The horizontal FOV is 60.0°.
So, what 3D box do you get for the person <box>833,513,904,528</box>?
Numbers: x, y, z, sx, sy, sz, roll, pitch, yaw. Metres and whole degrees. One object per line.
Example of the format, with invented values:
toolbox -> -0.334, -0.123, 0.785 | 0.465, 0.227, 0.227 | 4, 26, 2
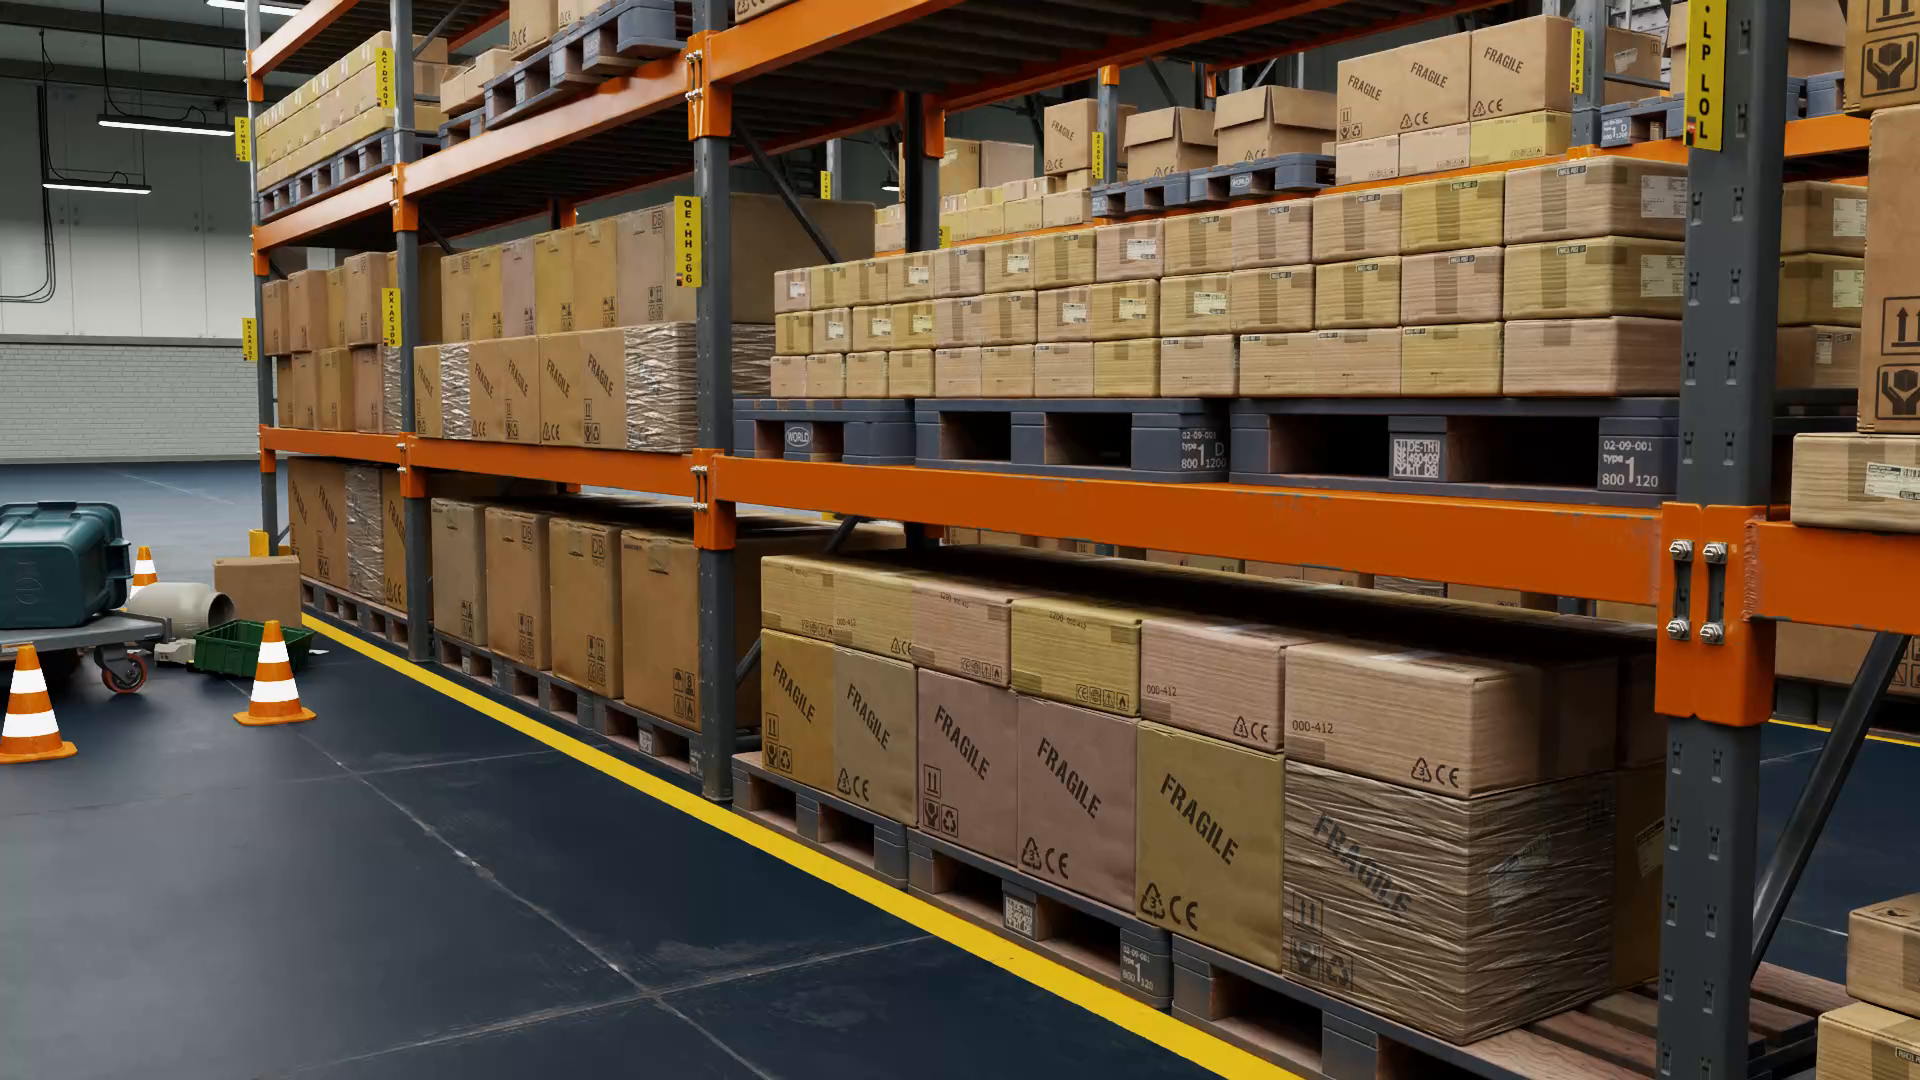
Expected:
person -> -0.398, 0.262, 9.197 | 0.466, 0.972, 0.866 | -3, 6, -35
